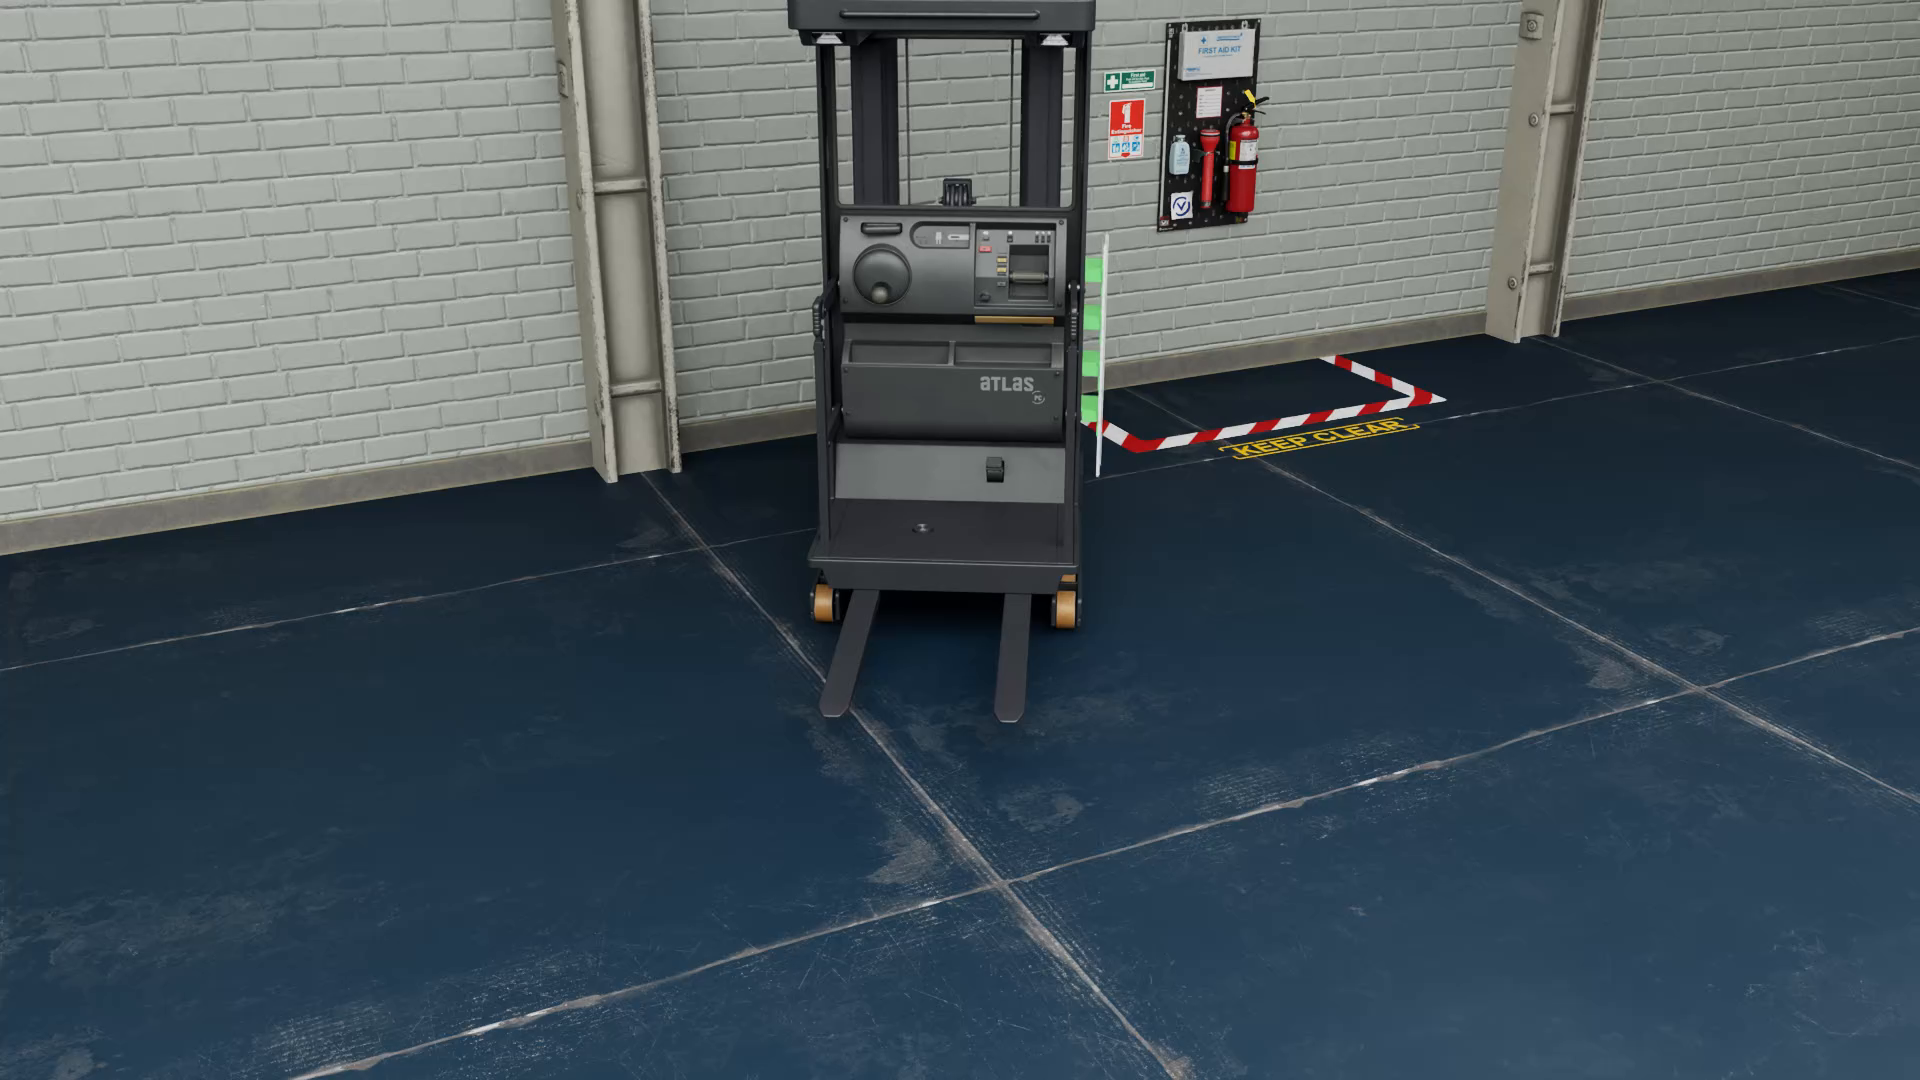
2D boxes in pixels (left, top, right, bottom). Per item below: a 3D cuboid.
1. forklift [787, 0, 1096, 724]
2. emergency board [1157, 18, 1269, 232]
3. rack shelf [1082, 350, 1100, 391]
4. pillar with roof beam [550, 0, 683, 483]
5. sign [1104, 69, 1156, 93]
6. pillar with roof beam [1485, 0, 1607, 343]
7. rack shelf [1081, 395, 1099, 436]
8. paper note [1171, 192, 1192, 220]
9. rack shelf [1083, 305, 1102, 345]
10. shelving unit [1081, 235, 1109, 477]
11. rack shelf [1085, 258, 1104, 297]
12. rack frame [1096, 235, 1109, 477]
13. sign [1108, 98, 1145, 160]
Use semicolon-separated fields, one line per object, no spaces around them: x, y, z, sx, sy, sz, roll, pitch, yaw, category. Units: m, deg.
-0.041;-1.114;6.608;1.130;2.935;3.031;1;23;3;forklift
1.483;-2.359;9.528;0.643;1.169;0.194;-10;25;-24;emergency board
0.477;-0.875;8.462;0.480;0.148;0.258;3;23;6;rack shelf
0.187;-3.049;3.350;0.400;9.000;9.100;-10;25;-24;pillar with roof beam
0.948;-2.562;9.278;0.331;0.109;0.001;-10;25;-24;sign
5.593;-4.044;5.755;0.400;9.000;9.100;-10;25;-24;pillar with roof beam
0.477;-0.653;8.554;0.480;0.148;0.258;3;23;6;rack shelf
1.293;-1.947;9.683;0.142;0.148;0.016;-10;25;-24;paper note
0.477;-1.097;8.370;0.480;0.148;0.258;3;23;6;rack shelf
0.477;-0.934;8.438;0.503;1.200;0.258;3;23;6;shelving unit
0.477;-1.319;8.279;0.480;0.148;0.258;3;23;6;rack shelf
0.719;-0.923;8.410;0.015;1.200;0.240;3;23;6;rack frame
0.940;-2.320;9.385;0.234;0.329;0.001;-10;25;-24;sign
